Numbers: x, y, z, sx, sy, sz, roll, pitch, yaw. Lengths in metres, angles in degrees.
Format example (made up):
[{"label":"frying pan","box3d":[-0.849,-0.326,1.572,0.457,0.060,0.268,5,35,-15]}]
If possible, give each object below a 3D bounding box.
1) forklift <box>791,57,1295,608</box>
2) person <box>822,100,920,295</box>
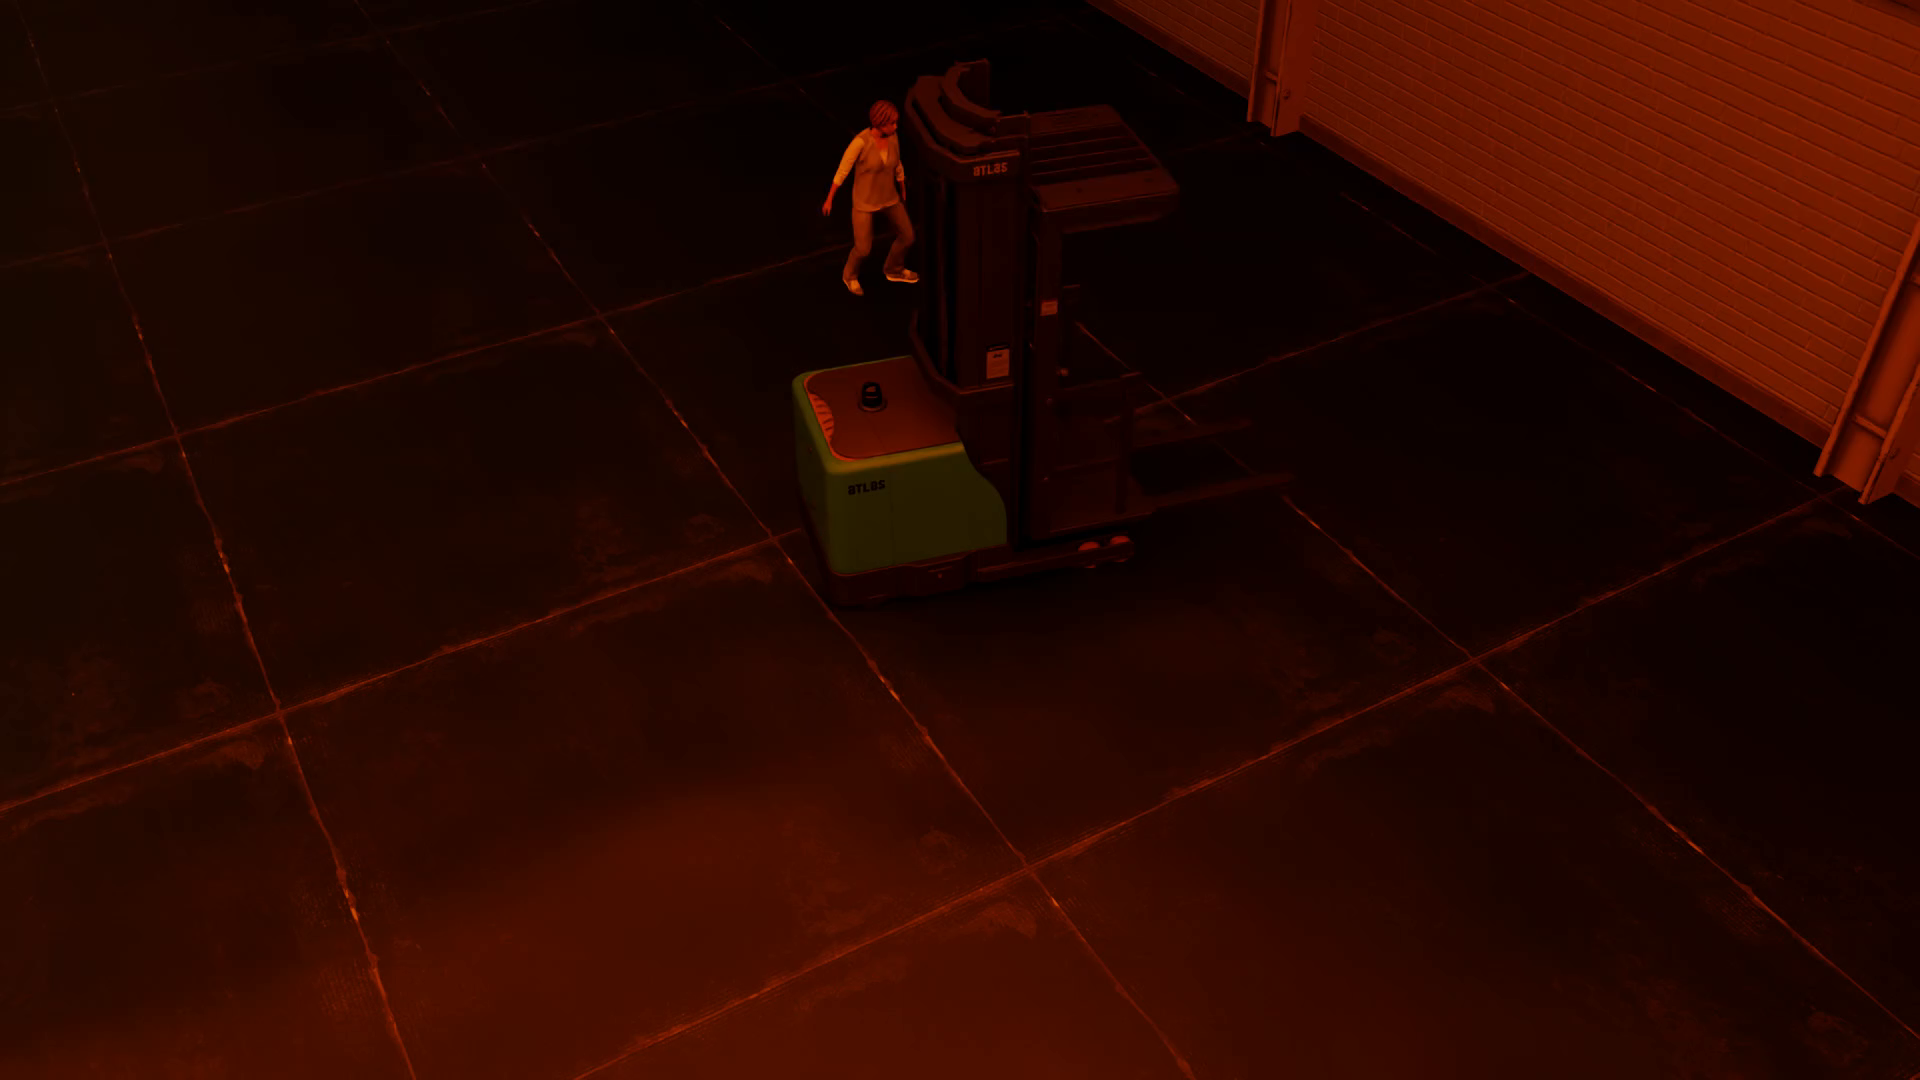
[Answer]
[{"label":"forklift","box3d":[0.561,-1.266,9.563,3.031,2.935,1.130,-11,41,-13]},{"label":"person","box3d":[-0.661,-2.490,12.169,0.745,1.564,0.427,-21,44,-23]}]
